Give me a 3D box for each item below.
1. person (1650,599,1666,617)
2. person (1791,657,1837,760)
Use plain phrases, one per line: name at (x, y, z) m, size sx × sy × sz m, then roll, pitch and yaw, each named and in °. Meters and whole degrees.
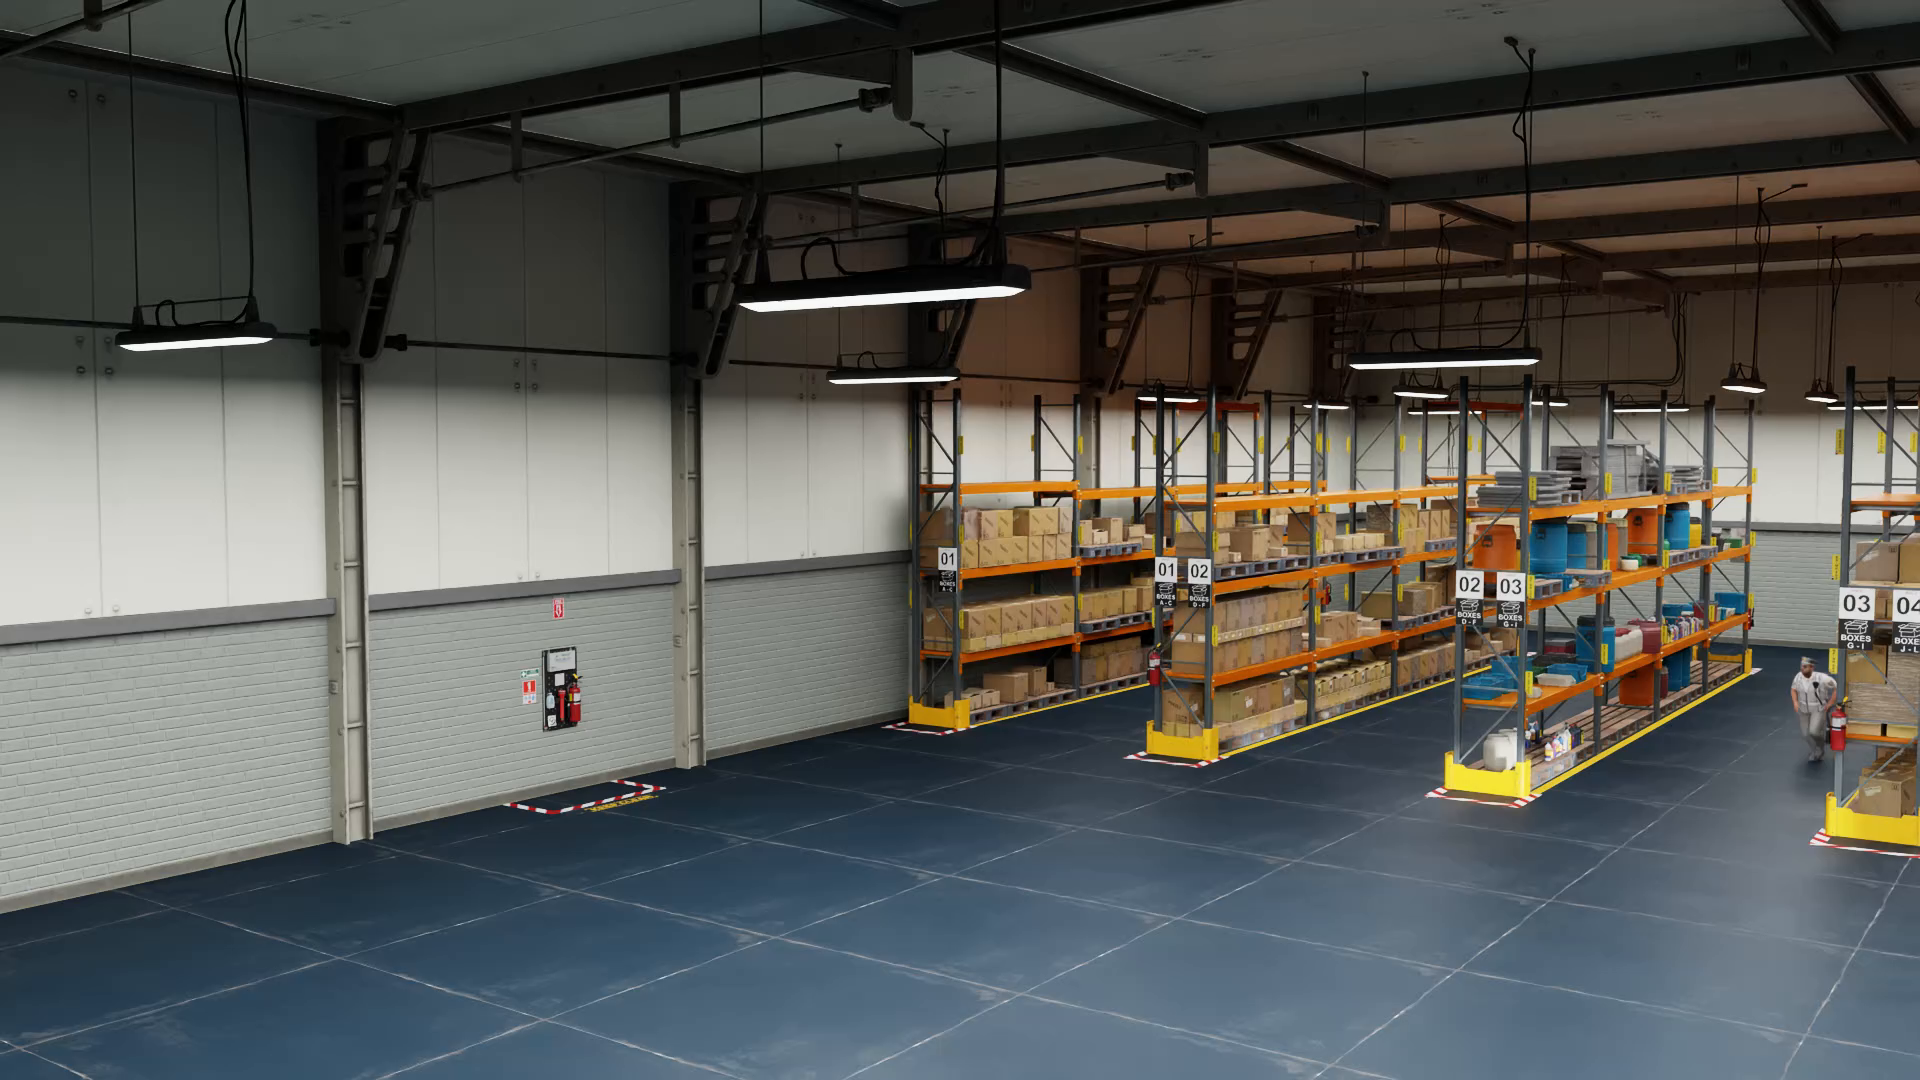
person at (14.926, 2.122, 35.424) m, size 0.571 × 1.721 × 0.453 m, roll 0°, pitch 3°, yaw -5°
person at (13.525, 2.667, 26.279) m, size 0.709 × 1.683 × 0.717 m, roll -3°, pitch 5°, yaw -44°
